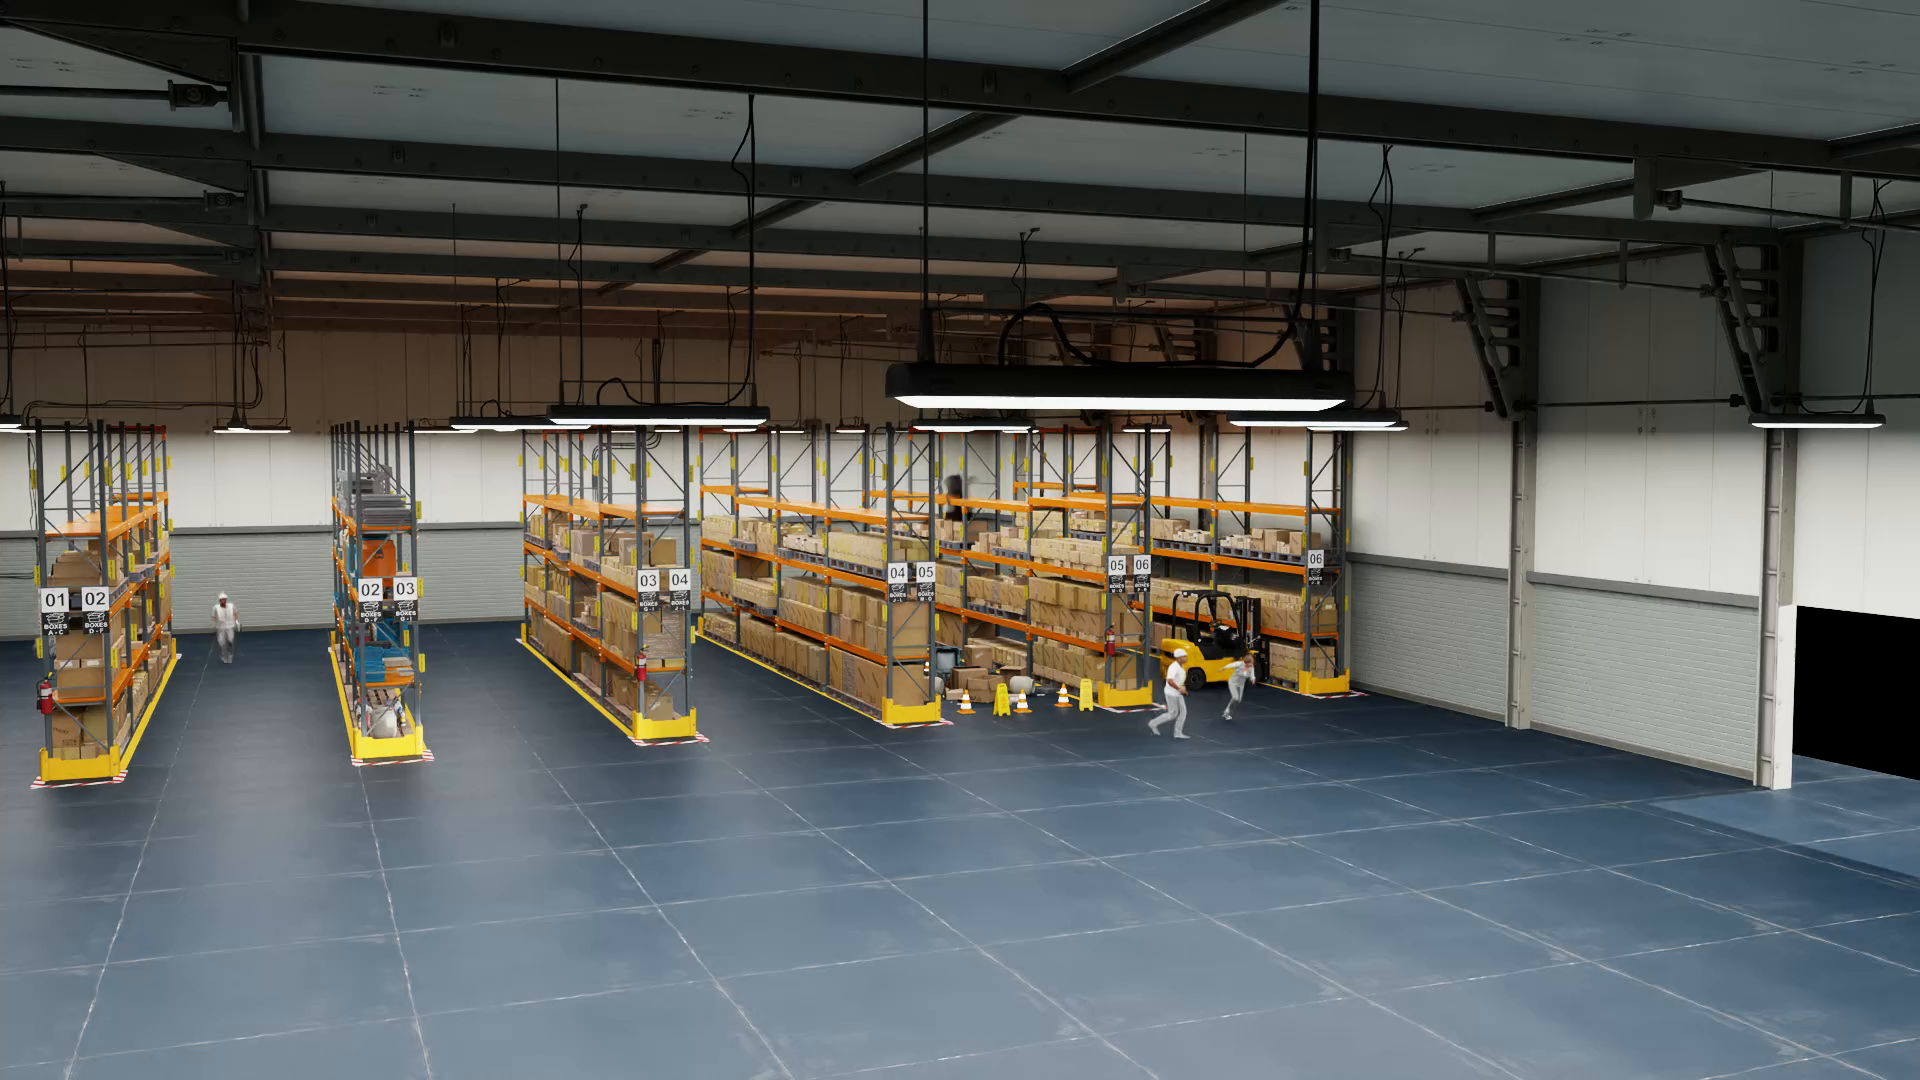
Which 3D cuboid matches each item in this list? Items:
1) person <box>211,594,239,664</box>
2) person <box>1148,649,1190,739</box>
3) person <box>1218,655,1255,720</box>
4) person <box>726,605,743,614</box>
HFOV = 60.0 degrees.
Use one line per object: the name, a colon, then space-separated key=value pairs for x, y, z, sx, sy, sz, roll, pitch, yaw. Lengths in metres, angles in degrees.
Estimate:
person: x=-18.413 y=2.232 z=41.681 sx=0.652 sy=1.783 sz=0.794 roll=-2 pitch=4 yaw=-26
person: x=3.965 y=2.904 z=31.456 sx=0.797 sy=1.717 sz=0.704 roll=1 pitch=4 yaw=23
person: x=5.603 y=2.951 z=33.311 sx=0.543 sy=1.372 sz=0.901 roll=-1 pitch=4 yaw=-21
person: x=-6.714 y=1.803 z=49.595 sx=0.446 sy=1.640 sz=0.615 roll=2 pitch=4 yaw=33
